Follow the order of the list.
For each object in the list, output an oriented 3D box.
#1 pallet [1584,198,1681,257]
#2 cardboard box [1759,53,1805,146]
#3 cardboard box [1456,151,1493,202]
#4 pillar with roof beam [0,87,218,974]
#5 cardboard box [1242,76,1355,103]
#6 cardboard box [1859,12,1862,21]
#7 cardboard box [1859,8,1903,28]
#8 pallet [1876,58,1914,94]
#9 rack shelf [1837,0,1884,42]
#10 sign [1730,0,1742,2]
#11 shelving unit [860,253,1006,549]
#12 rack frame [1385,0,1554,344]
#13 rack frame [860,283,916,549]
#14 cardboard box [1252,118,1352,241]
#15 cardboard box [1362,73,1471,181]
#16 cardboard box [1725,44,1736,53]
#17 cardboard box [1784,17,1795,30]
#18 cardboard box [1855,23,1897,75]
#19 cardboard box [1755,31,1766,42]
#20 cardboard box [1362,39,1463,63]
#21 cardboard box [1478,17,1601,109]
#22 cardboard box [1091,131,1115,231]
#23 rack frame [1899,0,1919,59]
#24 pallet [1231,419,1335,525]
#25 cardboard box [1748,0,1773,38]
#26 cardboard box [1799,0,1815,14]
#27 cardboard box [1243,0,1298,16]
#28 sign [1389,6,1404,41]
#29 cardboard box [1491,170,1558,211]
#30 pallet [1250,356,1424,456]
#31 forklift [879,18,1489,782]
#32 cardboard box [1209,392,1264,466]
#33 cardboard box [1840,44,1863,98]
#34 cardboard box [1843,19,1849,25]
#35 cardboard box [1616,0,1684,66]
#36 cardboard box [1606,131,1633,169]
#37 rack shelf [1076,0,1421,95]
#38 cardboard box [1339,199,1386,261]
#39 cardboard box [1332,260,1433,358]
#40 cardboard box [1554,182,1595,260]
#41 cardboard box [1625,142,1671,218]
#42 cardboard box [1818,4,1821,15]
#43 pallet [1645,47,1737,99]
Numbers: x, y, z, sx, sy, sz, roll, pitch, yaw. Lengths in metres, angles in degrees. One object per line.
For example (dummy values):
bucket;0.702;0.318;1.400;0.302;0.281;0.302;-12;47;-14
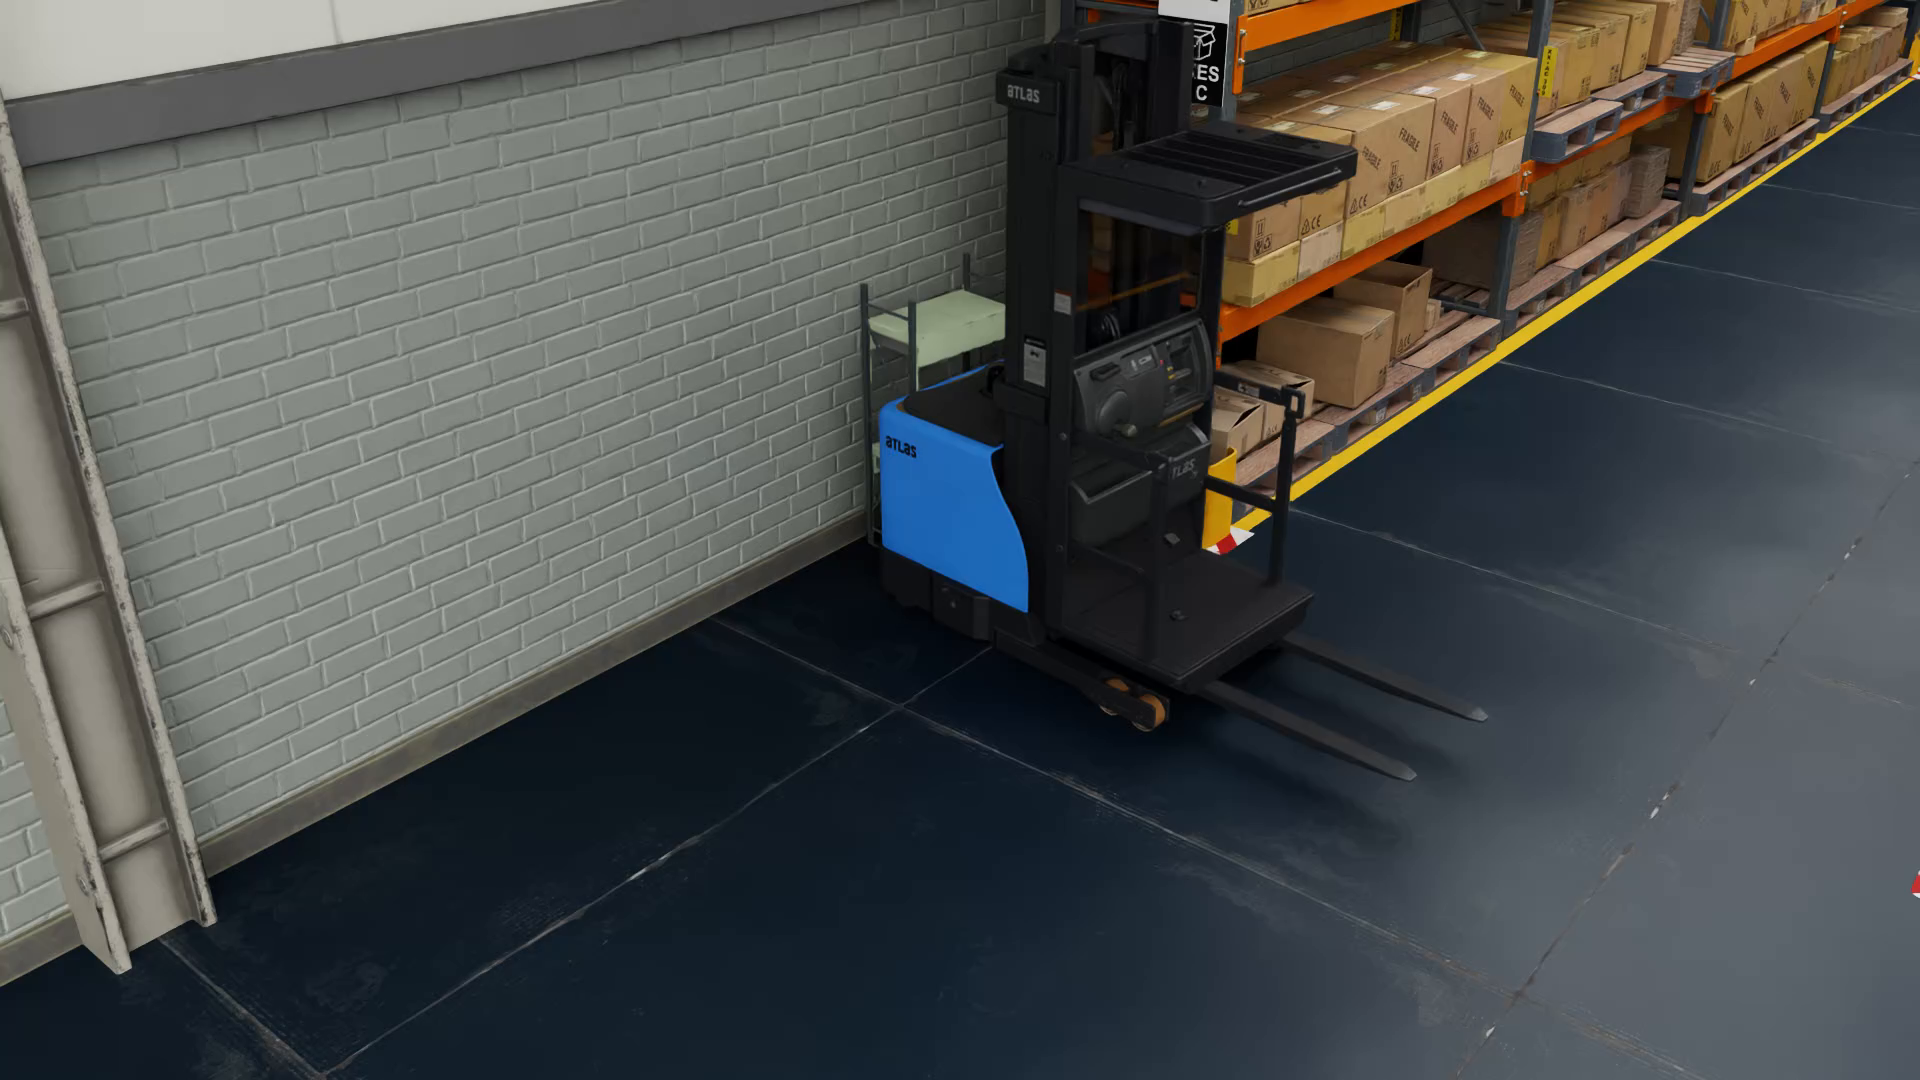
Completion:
pallet;5.526;-2.787;14.409;1.003;0.211;1.213;21;34;34
cardboard box;7.692;-4.368;16.312;0.750;0.750;0.750;22;35;36
cardboard box;3.089;-2.396;10.758;0.500;0.250;0.500;21;34;35
pillar with roof beam;0.219;-1.246;1.865;9.100;9.000;0.400;21;34;34
cardboard box;2.045;-2.510;10.162;0.500;0.500;0.500;21;34;35
cardboard box;10.348;-6.149;19.429;0.380;0.149;0.250;21;34;35
cardboard box;10.641;-6.036;19.211;0.380;0.149;0.250;22;34;36
pallet;10.664;-5.594;19.834;1.003;0.211;1.213;21;34;34
rack shelf;9.840;-6.110;18.580;1.077;0.370;4.000;21;34;34
sign;6.449;-4.626;13.755;0.100;0.325;0.005;21;34;34
shelving unit;-0.101;-0.702;8.974;0.755;1.500;0.431;-24;36;-38
rack frame;3.480;-2.884;11.561;1.000;3.000;0.127;21;34;34
rack frame;-0.365;-0.585;8.749;0.023;1.500;0.400;-24;36;-38
cardboard box;1.793;-1.995;9.168;0.500;0.500;0.500;21;34;35
cardboard box;2.776;-2.548;10.236;0.500;0.500;0.500;20;33;33
cardboard box;6.579;-4.336;14.618;0.380;0.149;0.250;21;34;35
cardboard box;7.730;-4.978;15.860;0.380;0.149;0.250;20;33;33
cardboard box;10.426;-5.760;19.384;0.700;0.500;0.500;21;34;34
cardboard box;7.209;-4.713;15.348;0.380;0.149;0.250;21;34;35
cardboard box;3.020;-3.054;11.215;0.500;0.500;0.500;20;33;33
cardboard box;4.191;-3.491;12.146;0.500;0.500;0.700;-24;36;-39
cardboard box;1.071;-1.971;9.120;0.500;0.500;0.500;20;34;34
rack frame;11.113;-7.139;19.785;1.000;3.000;0.127;21;34;34
pallet;1.528;-0.532;10.049;1.003;0.211;1.213;21;34;34
cardboard box;6.871;-4.768;14.749;0.500;0.500;0.500;22;35;36
cardboard box;7.826;-5.310;15.795;0.500;0.500;0.500;21;34;34
cardboard box;1.341;-2.897;8.191;0.500;0.500;0.500;22;34;36
sign;3.049;-3.560;11.606;0.100;0.325;0.005;21;34;34
cardboard box;4.213;-2.726;12.680;0.500;0.250;0.500;20;33;33
pallet;2.304;-0.963;10.882;1.003;0.211;1.213;21;34;34
forklift;0.993;-0.702;7.418;3.031;2.935;1.130;24;36;38
cardboard box;1.445;-0.686;9.760;0.500;0.311;0.500;17;32;29
cardboard box;9.445;-5.209;18.319;0.700;0.500;0.500;20;34;34
cardboard box;9.865;-5.879;18.907;0.380;0.149;0.250;21;34;35
cardboard box;5.398;-4.167;13.452;0.700;0.500;0.500;17;32;30
cardboard box;5.195;-3.267;13.725;0.500;0.250;0.500;21;34;35
rack shelf;2.208;-3.188;9.666;1.077;0.370;4.000;21;34;34
cardboard box;2.139;-1.856;9.714;0.500;0.250;0.500;20;34;34
cardboard box;2.850;-1.590;11.300;0.500;0.500;0.500;18;32;31
cardboard box;4.581;-2.602;13.258;0.700;0.500;0.500;21;34;35
cardboard box;5.606;-3.117;14.253;0.700;0.500;0.500;21;34;35
cardboard box;8.230;-5.241;16.367;0.380;0.149;0.250;22;35;36
pallet;5.653;-3.934;13.798;1.213;0.211;1.003;21;34;34
